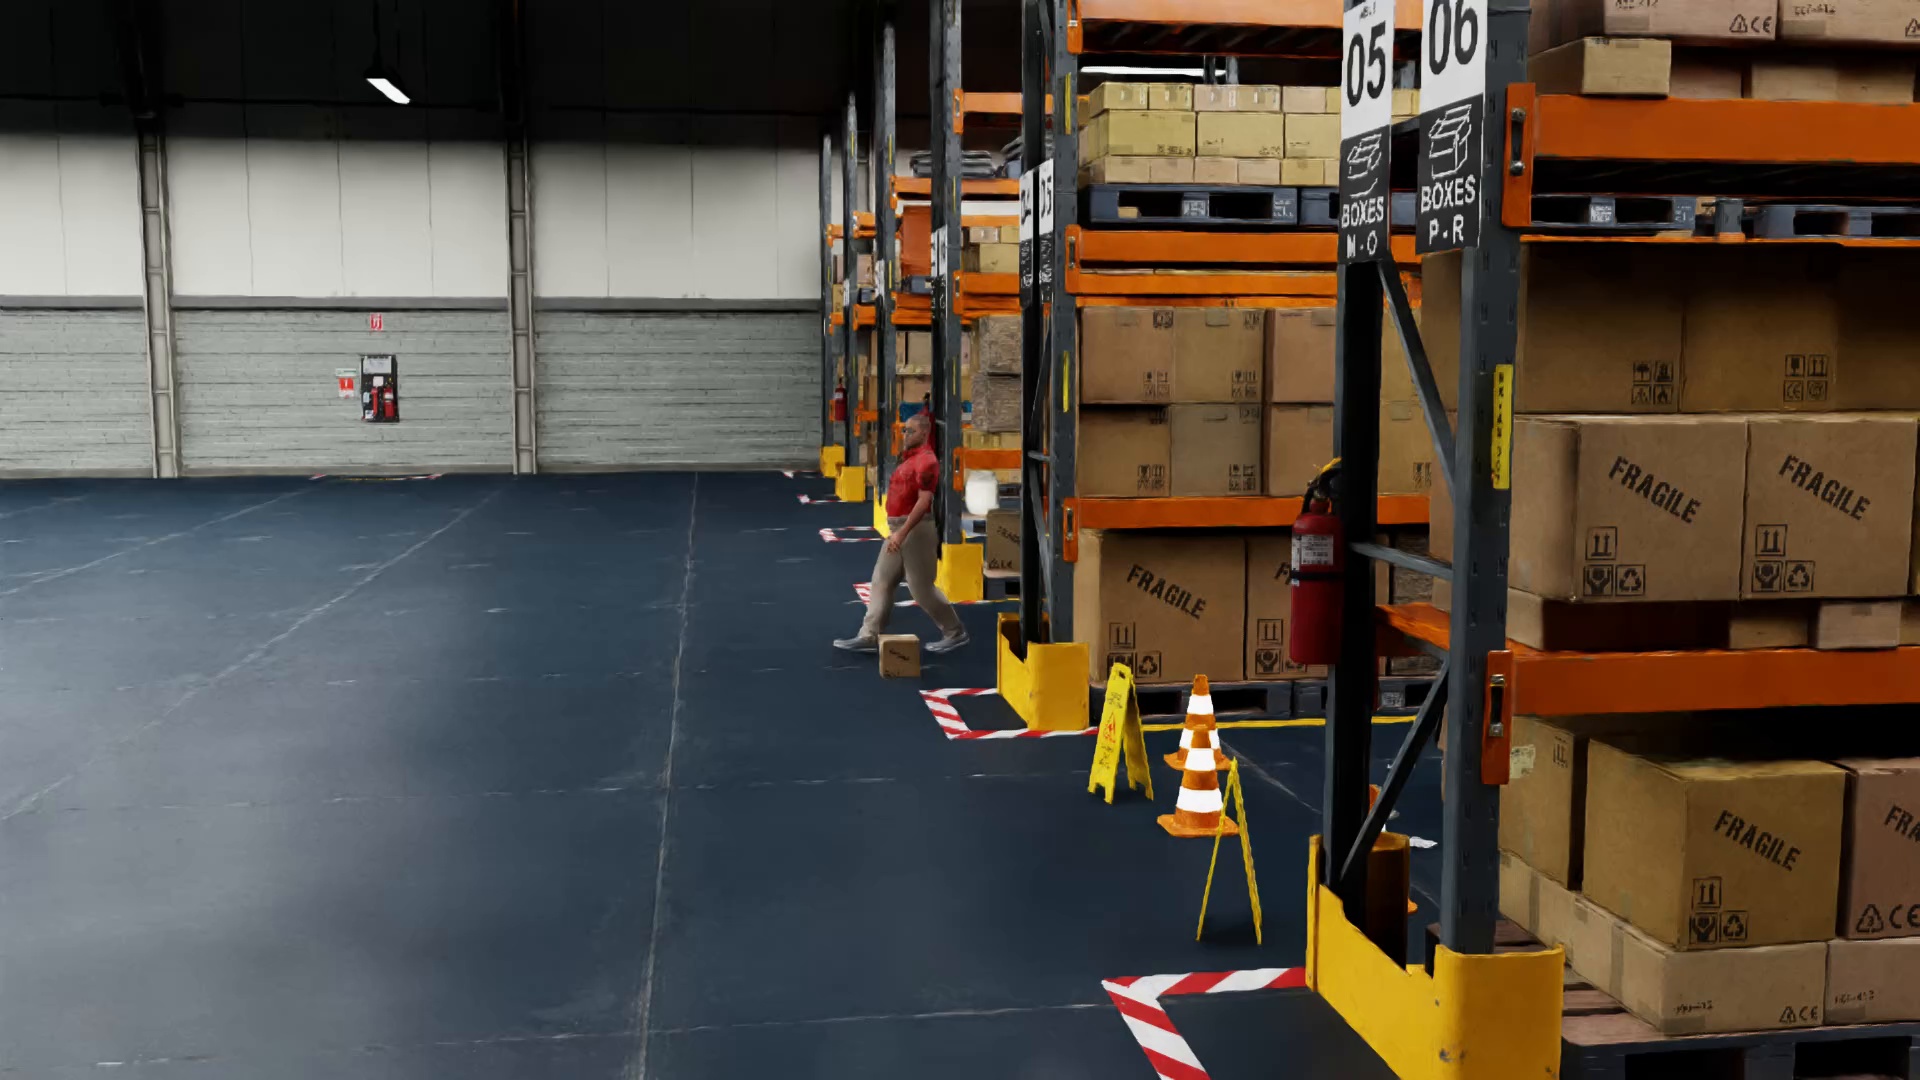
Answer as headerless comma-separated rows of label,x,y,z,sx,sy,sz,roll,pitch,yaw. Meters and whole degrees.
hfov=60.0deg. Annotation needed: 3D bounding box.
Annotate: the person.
person,-0.403,0.070,11.615,0.915,1.483,0.541,-2,7,-20
